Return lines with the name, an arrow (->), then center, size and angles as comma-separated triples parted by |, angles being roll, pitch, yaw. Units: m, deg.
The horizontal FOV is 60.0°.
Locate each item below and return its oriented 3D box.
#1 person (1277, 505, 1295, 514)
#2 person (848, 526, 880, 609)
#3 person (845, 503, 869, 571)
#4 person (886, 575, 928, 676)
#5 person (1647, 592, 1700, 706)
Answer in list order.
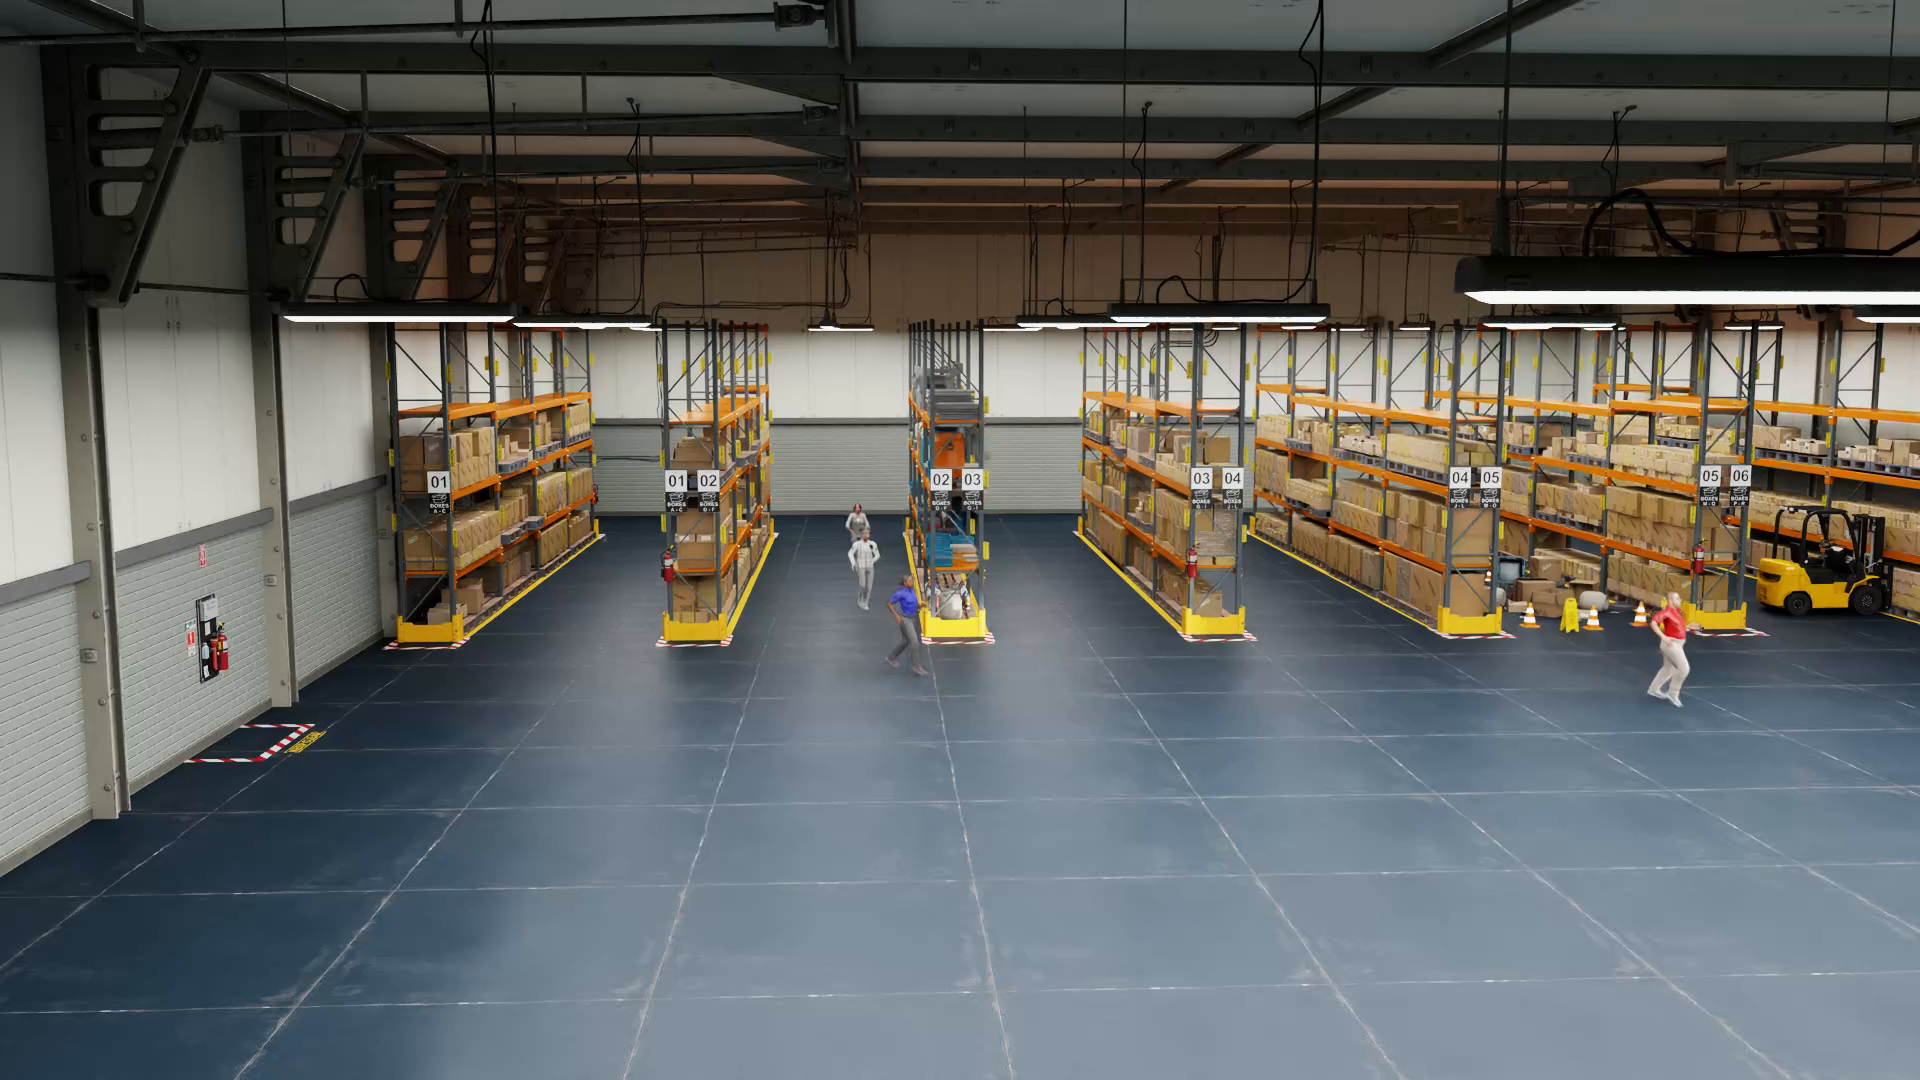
person -> 9.693, -1.193, 49.090 | 0.827, 1.820, 0.723 | 0, 7, -1
person -> -1.863, 0.560, 32.778 | 0.612, 1.658, 0.550 | -2, 7, -12
person -> -2.358, -0.068, 38.297 | 0.553, 1.568, 0.504 | -1, 7, -10
person -> -0.886, 1.429, 28.129 | 0.836, 1.675, 0.563 | 3, 8, 25
person -> 11.082, 1.701, 25.833 | 0.725, 1.790, 0.637 | 5, 8, 33
